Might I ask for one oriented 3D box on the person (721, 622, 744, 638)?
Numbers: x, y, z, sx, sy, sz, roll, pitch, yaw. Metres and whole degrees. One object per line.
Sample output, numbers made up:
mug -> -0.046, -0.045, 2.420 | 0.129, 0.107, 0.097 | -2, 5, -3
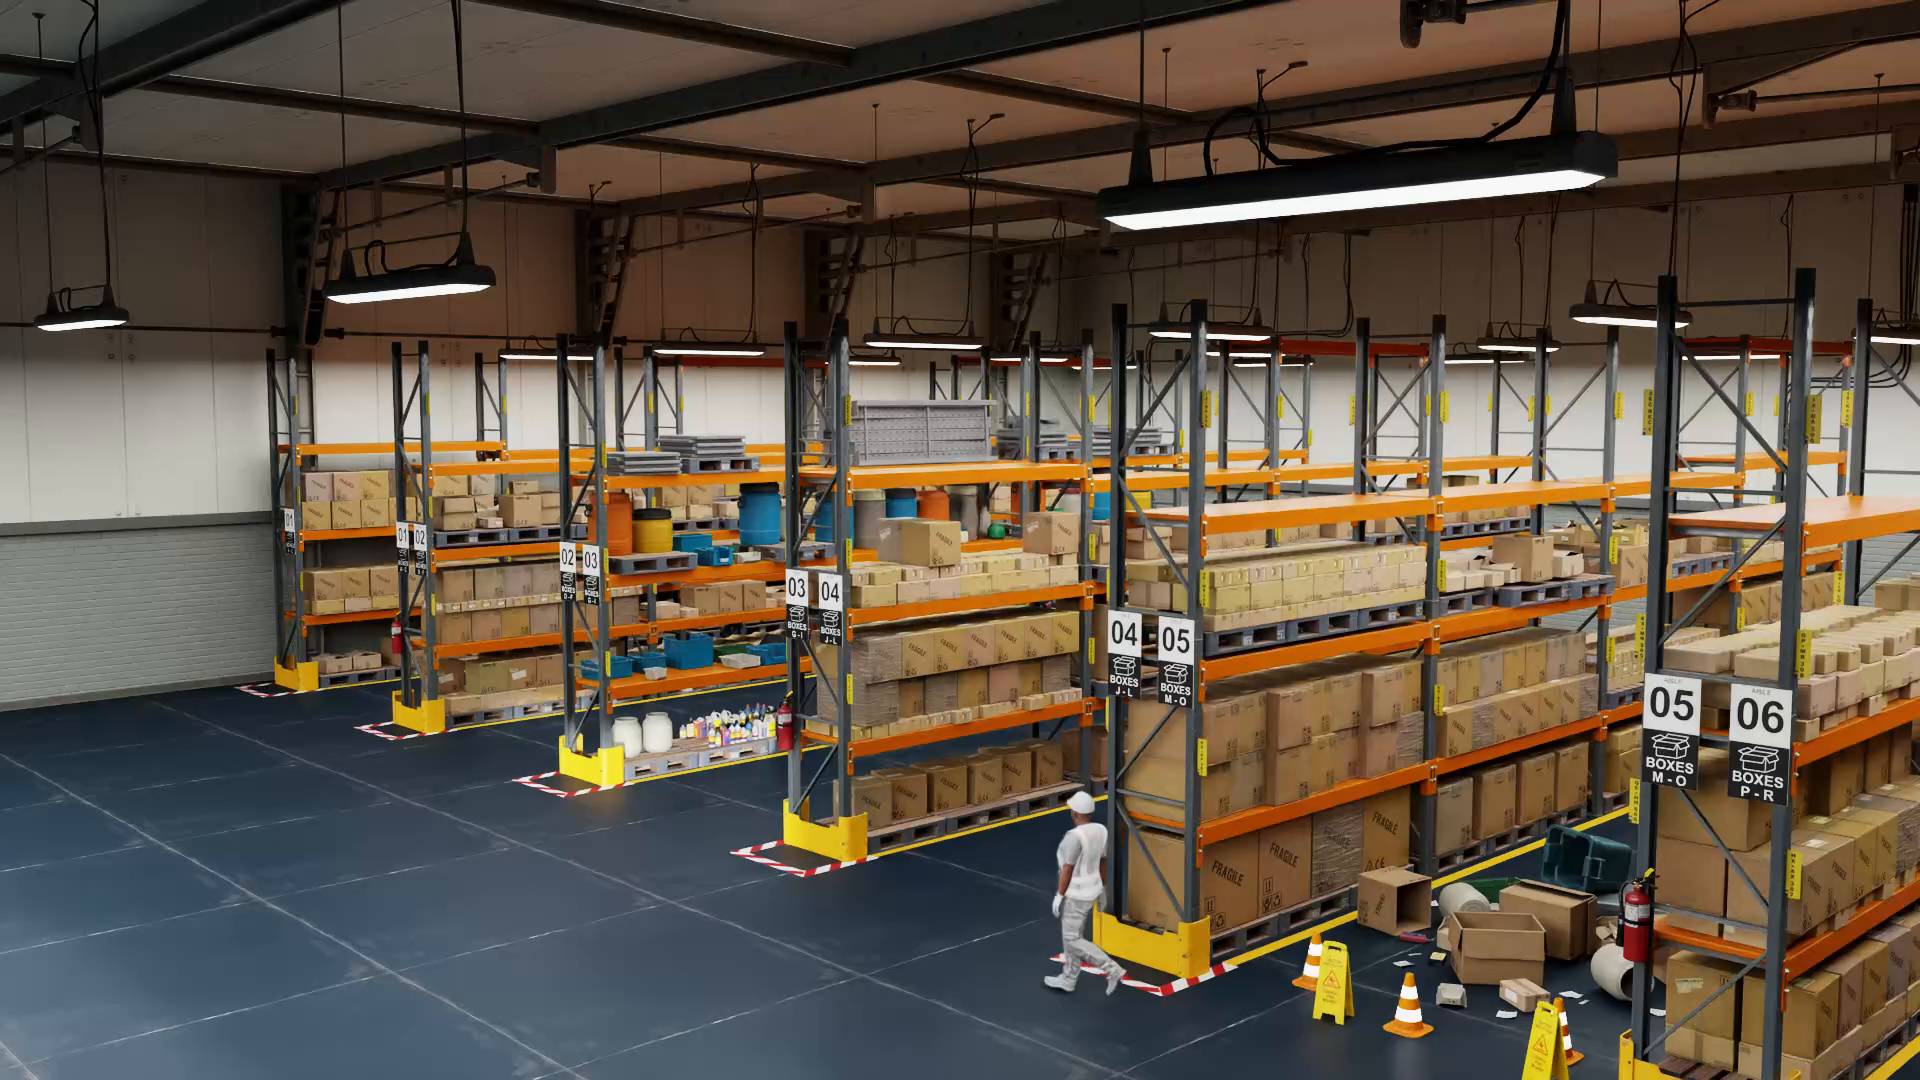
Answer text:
person -> -4.387, 1.613, 32.031 | 0.446, 1.601, 0.566 | -1, 5, -10

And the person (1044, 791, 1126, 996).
person -> 1.056, 3.041, 14.273 | 0.782, 1.777, 0.521 | 2, 5, 22
